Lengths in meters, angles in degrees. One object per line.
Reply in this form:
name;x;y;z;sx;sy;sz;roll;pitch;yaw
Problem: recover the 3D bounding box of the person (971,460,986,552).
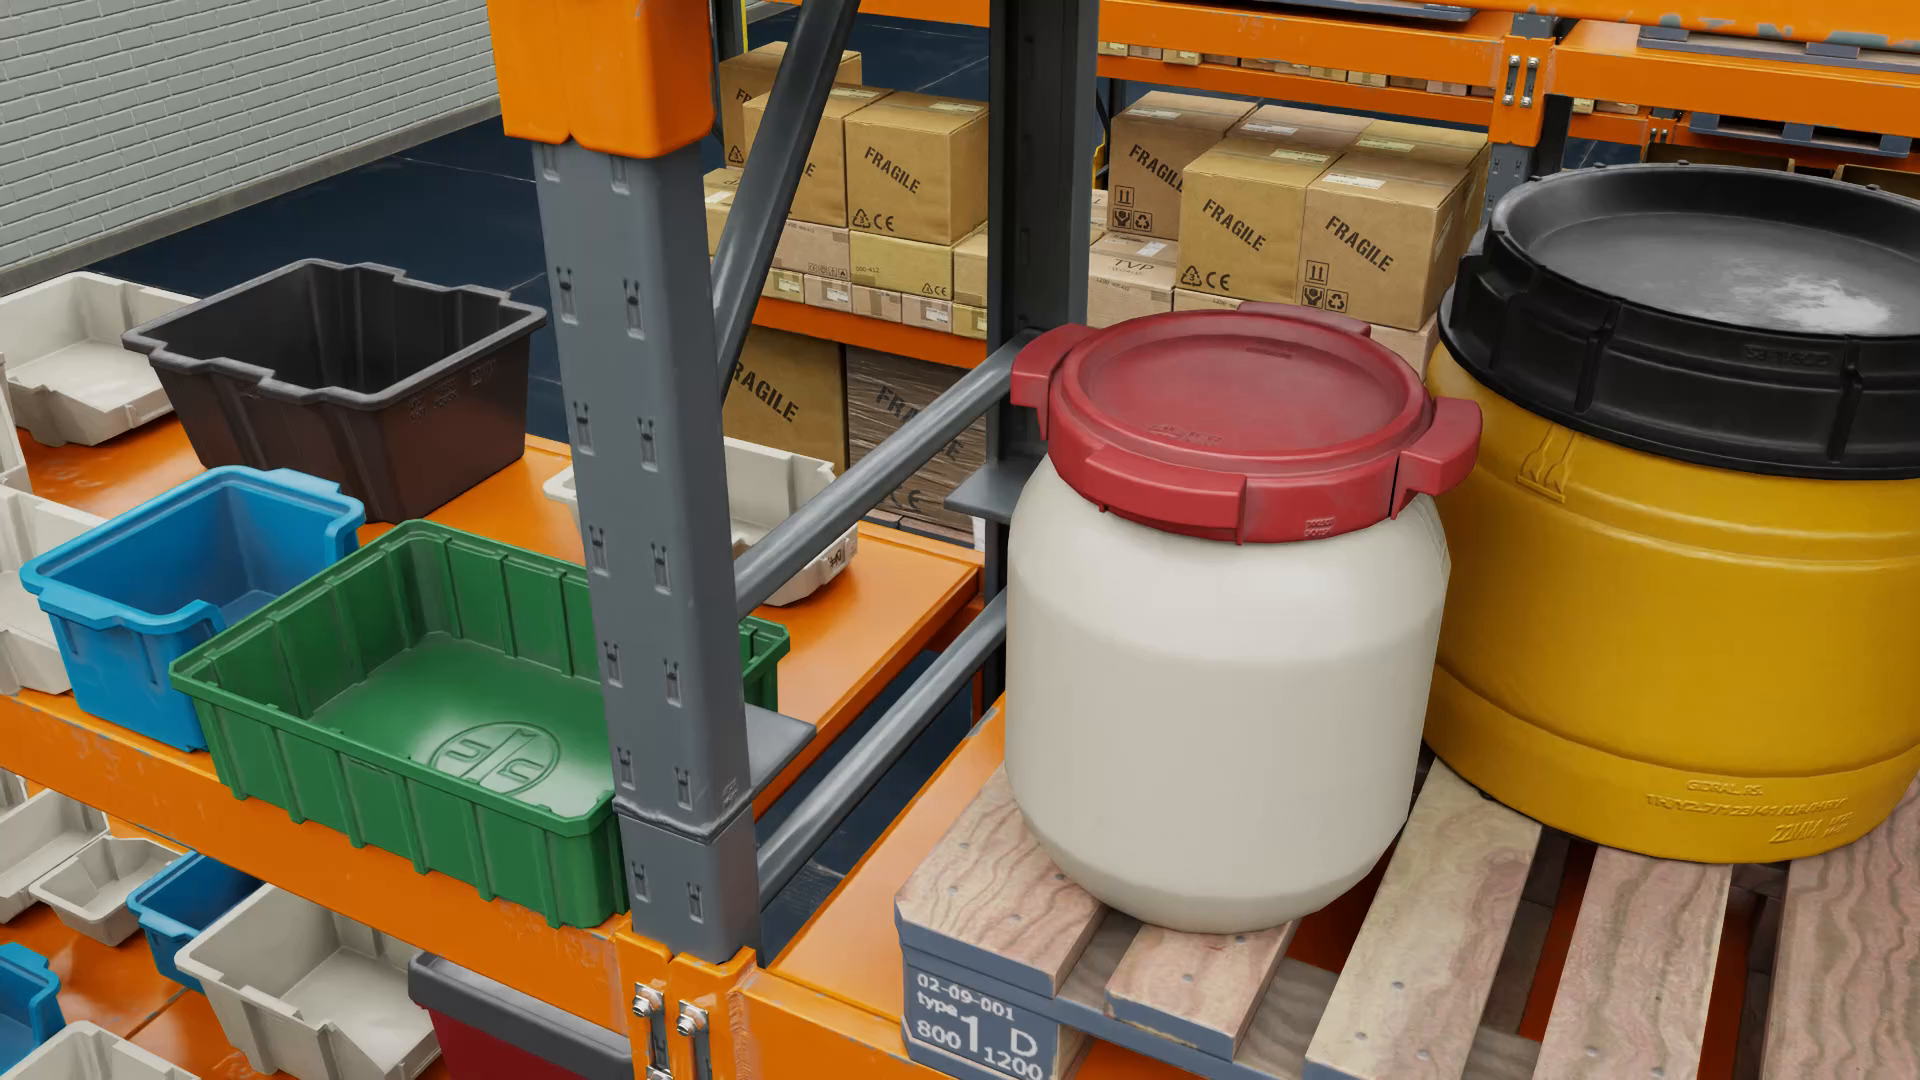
person;0.264;0.216;6.237;0.375;1.761;0.554;15;33;24
